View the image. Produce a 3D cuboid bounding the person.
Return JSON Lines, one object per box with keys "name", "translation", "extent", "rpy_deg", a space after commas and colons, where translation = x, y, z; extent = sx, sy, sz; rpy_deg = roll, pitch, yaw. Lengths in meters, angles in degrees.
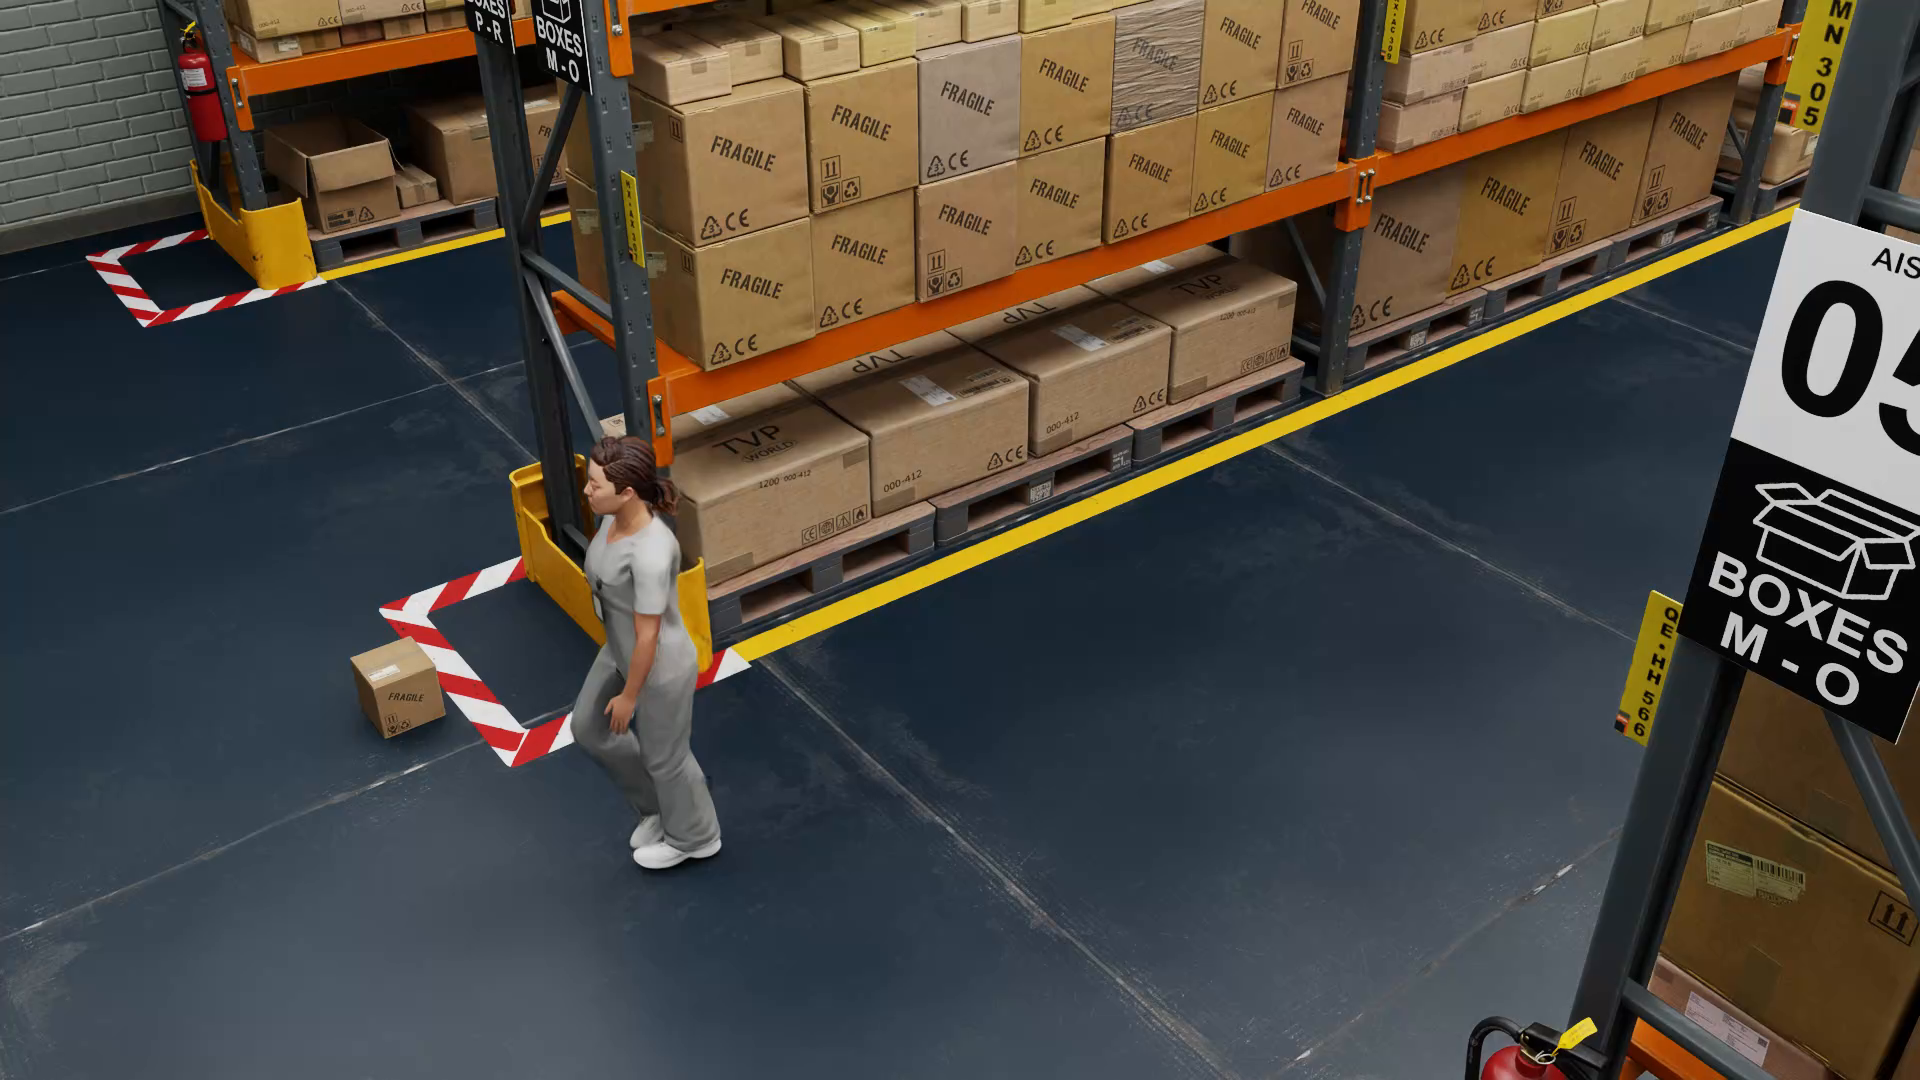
{"name": "person", "translation": [-1.077, 0.414, 5.474], "extent": [0.427, 1.690, 0.513], "rpy_deg": [-17, 36, -24]}
